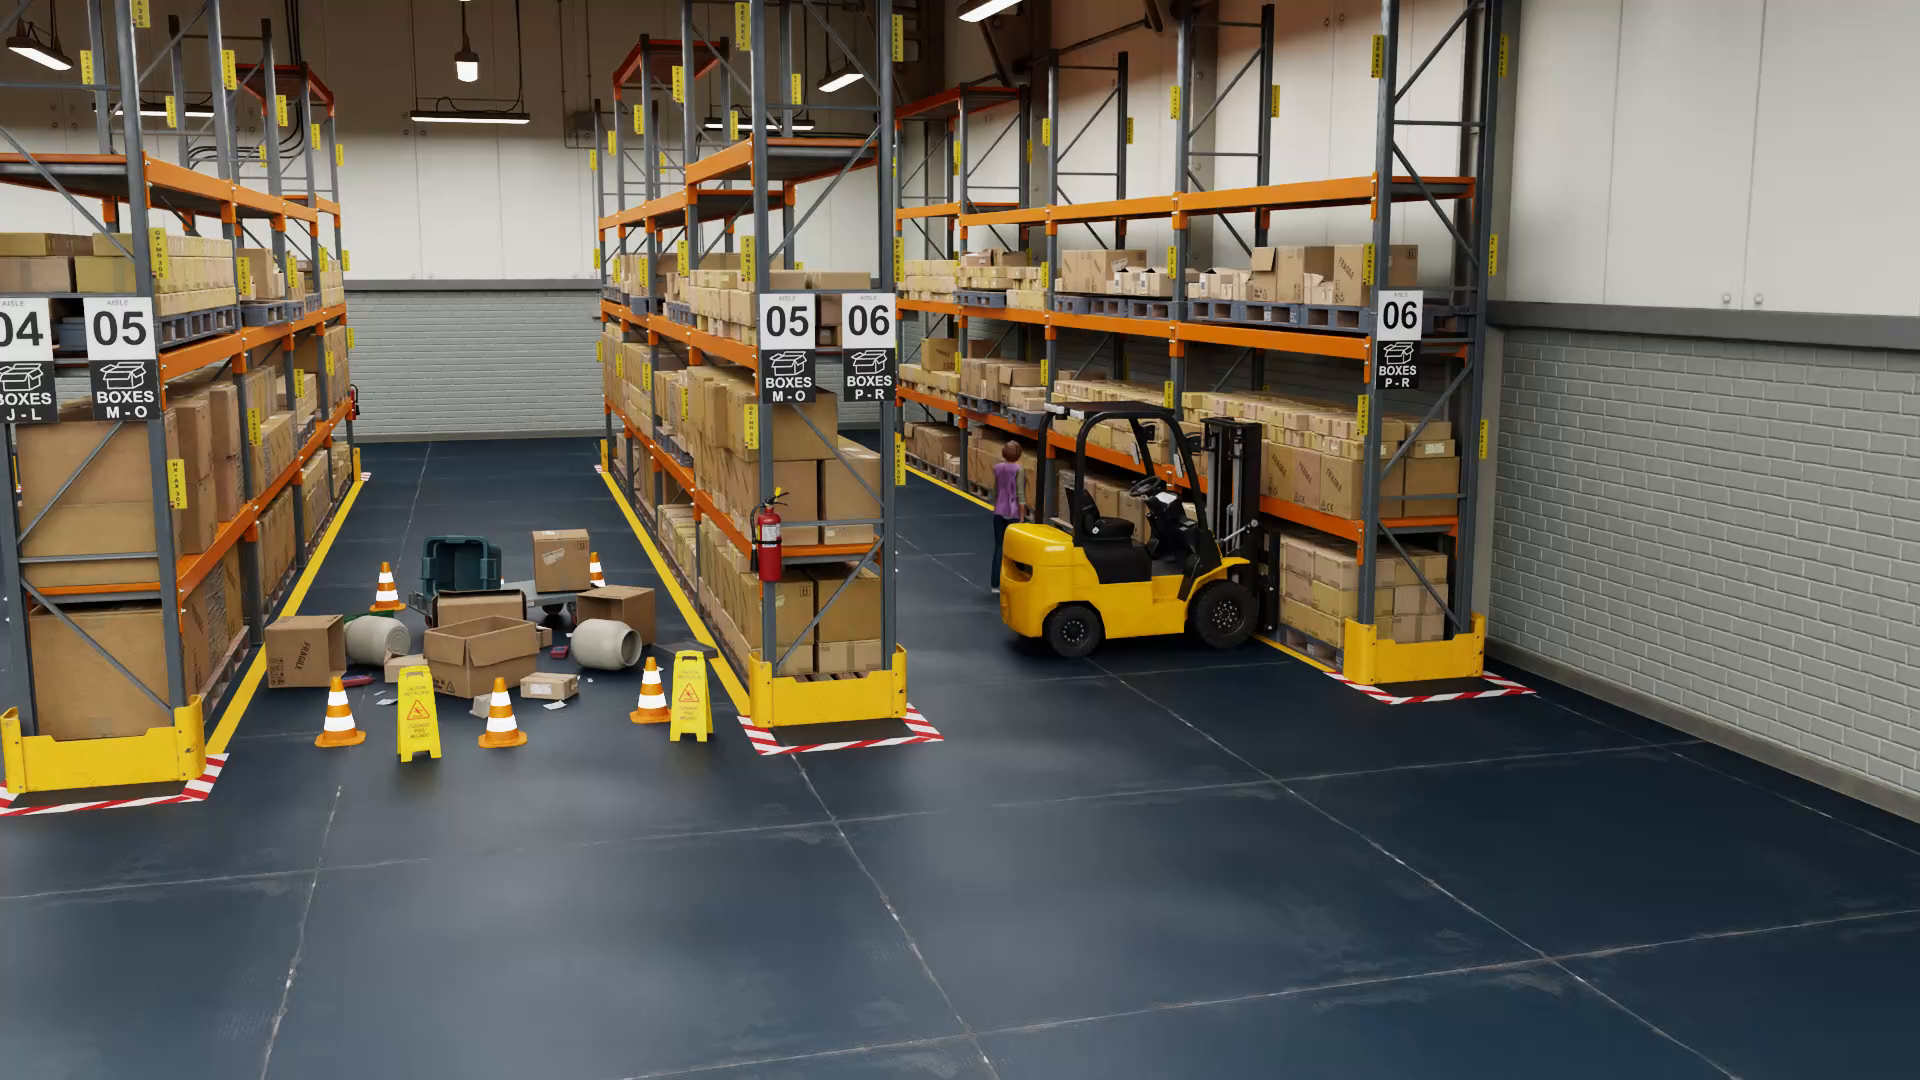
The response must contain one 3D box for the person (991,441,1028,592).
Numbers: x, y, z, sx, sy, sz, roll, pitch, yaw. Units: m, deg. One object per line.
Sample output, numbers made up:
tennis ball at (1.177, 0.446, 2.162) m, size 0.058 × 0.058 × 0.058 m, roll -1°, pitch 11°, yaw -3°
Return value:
person at (0.534, -0.238, 17.307) m, size 0.446 × 1.610 × 0.625 m, roll 6°, pitch 11°, yaw 31°
